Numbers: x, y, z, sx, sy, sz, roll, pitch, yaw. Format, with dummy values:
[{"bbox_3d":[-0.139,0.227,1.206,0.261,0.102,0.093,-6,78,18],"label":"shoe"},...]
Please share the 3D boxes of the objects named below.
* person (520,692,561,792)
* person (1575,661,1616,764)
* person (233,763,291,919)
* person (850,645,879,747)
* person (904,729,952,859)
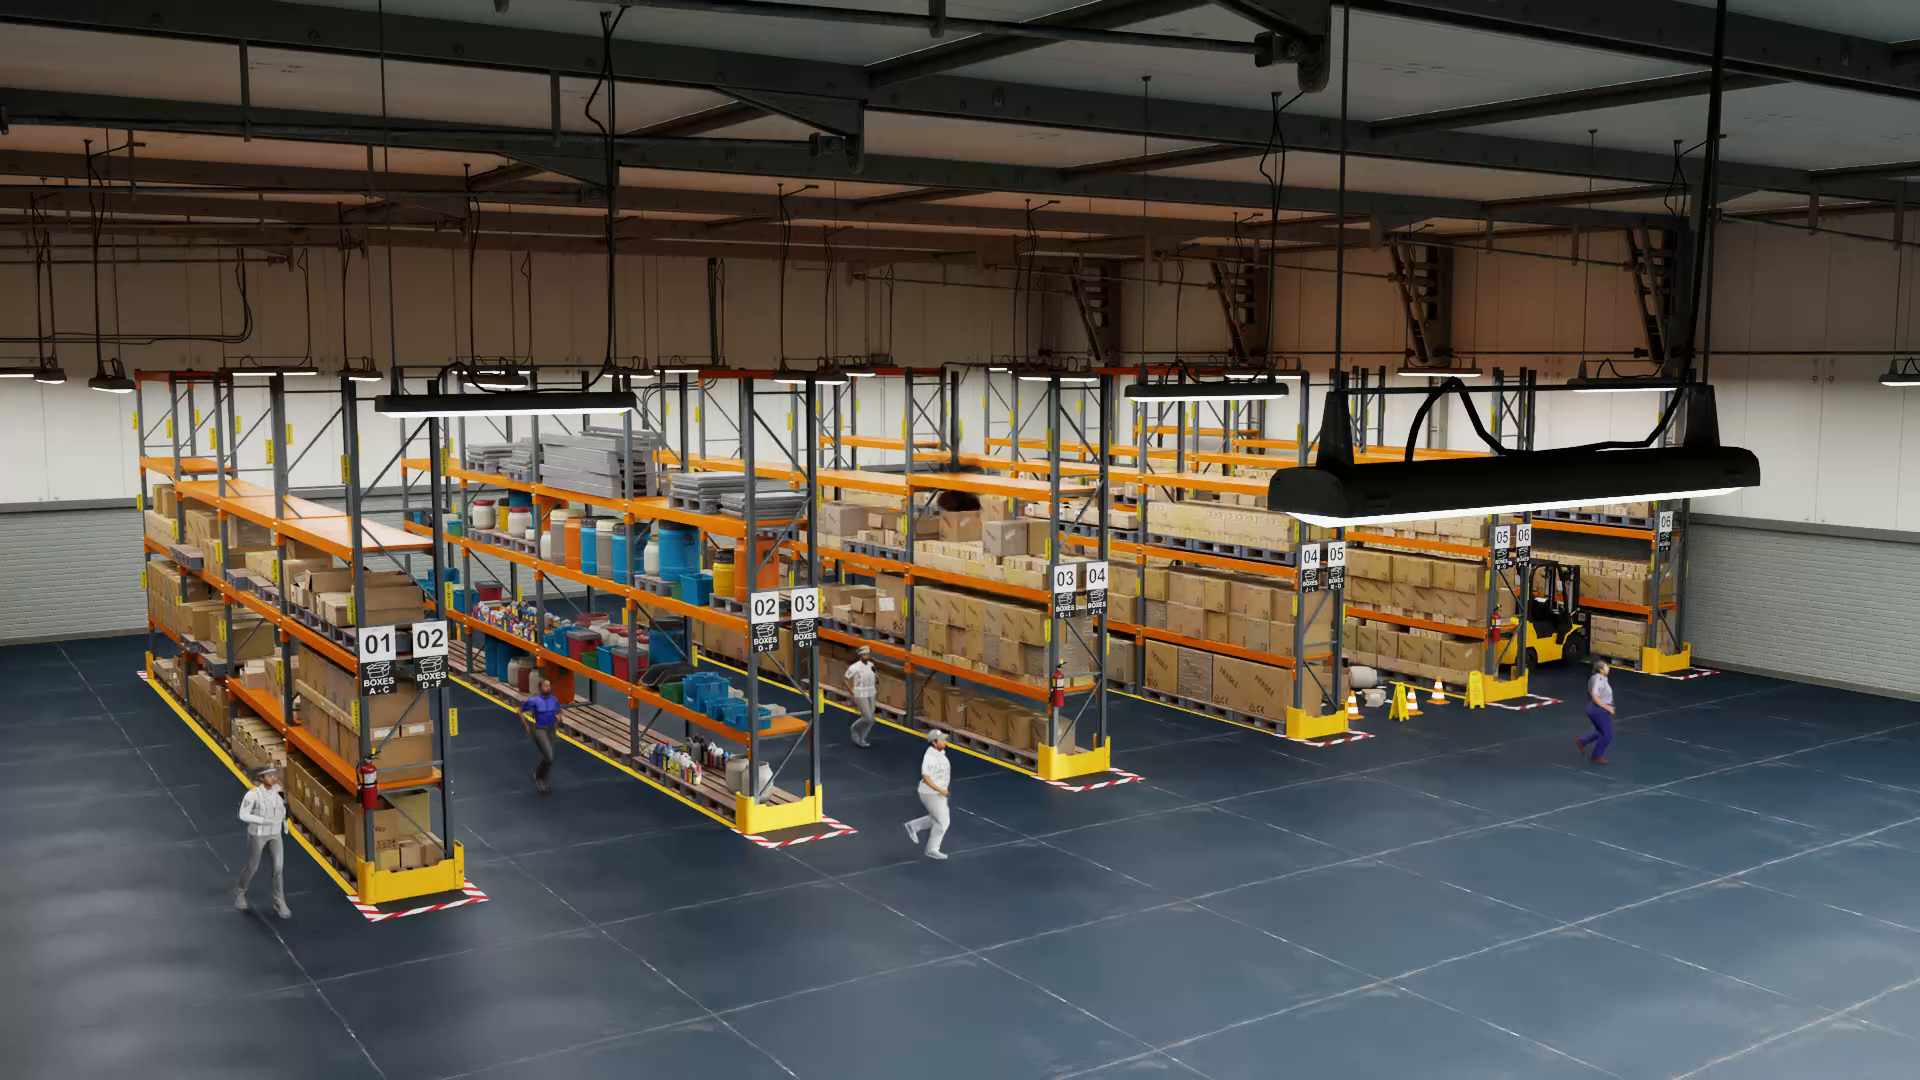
[{"bbox_3d":[-5.980,2.909,23.997,0.586,1.436,0.526,5,8,39],"label":"person"},{"bbox_3d":[9.809,2.649,25.627,0.537,1.601,0.594,2,7,13],"label":"person"},{"bbox_3d":[-7.832,3.357,18.818,0.829,1.719,0.640,5,8,38],"label":"person"},{"bbox_3d":[-1.490,2.504,26.629,0.411,1.652,0.499,-6,8,-40],"label":"person"},{"bbox_3d":[-0.394,3.183,20.901,0.600,1.653,0.615,1,7,9],"label":"person"}]
